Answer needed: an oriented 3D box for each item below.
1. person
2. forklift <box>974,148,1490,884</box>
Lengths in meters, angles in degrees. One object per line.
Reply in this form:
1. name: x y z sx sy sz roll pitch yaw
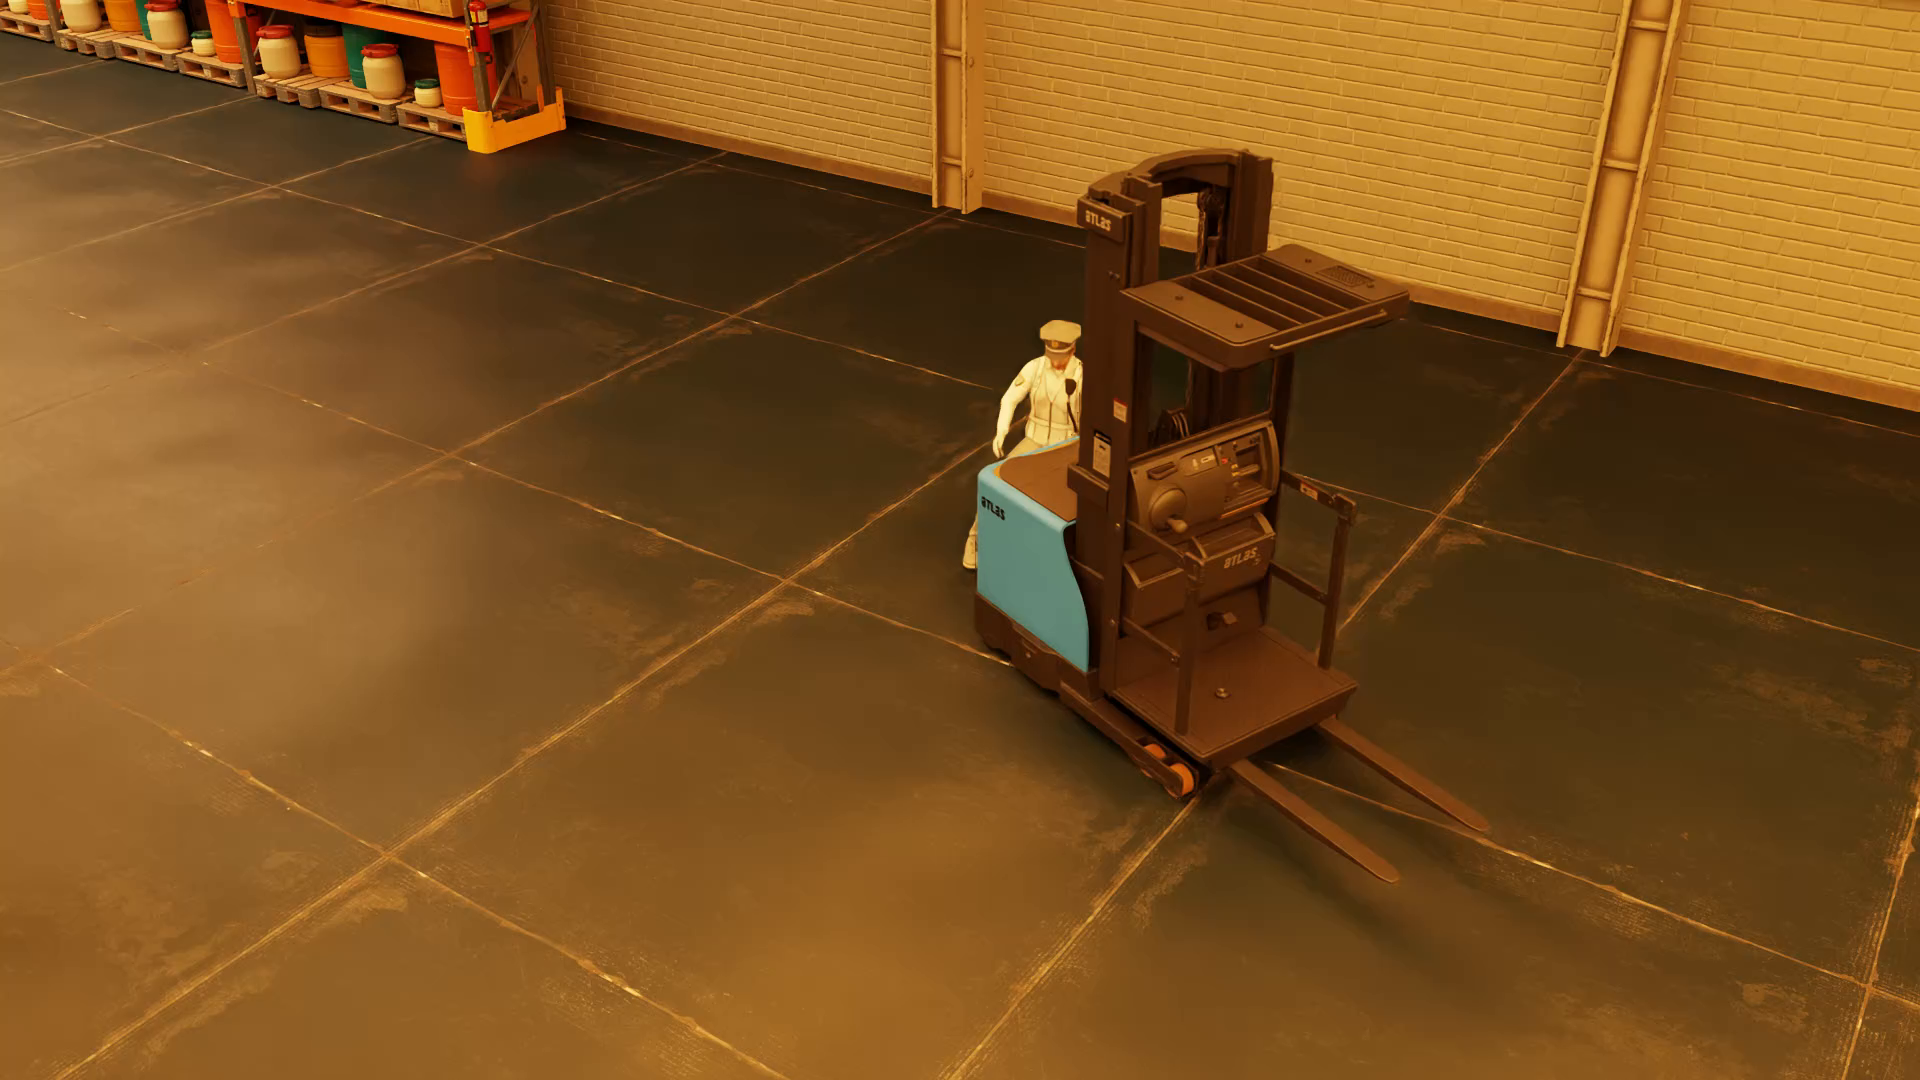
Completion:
1. person: 0.593 -0.555 10.017 1.001 1.518 0.928 11 32 19
2. forklift: 1.335 -0.263 8.034 1.130 2.935 3.031 -19 35 -30
